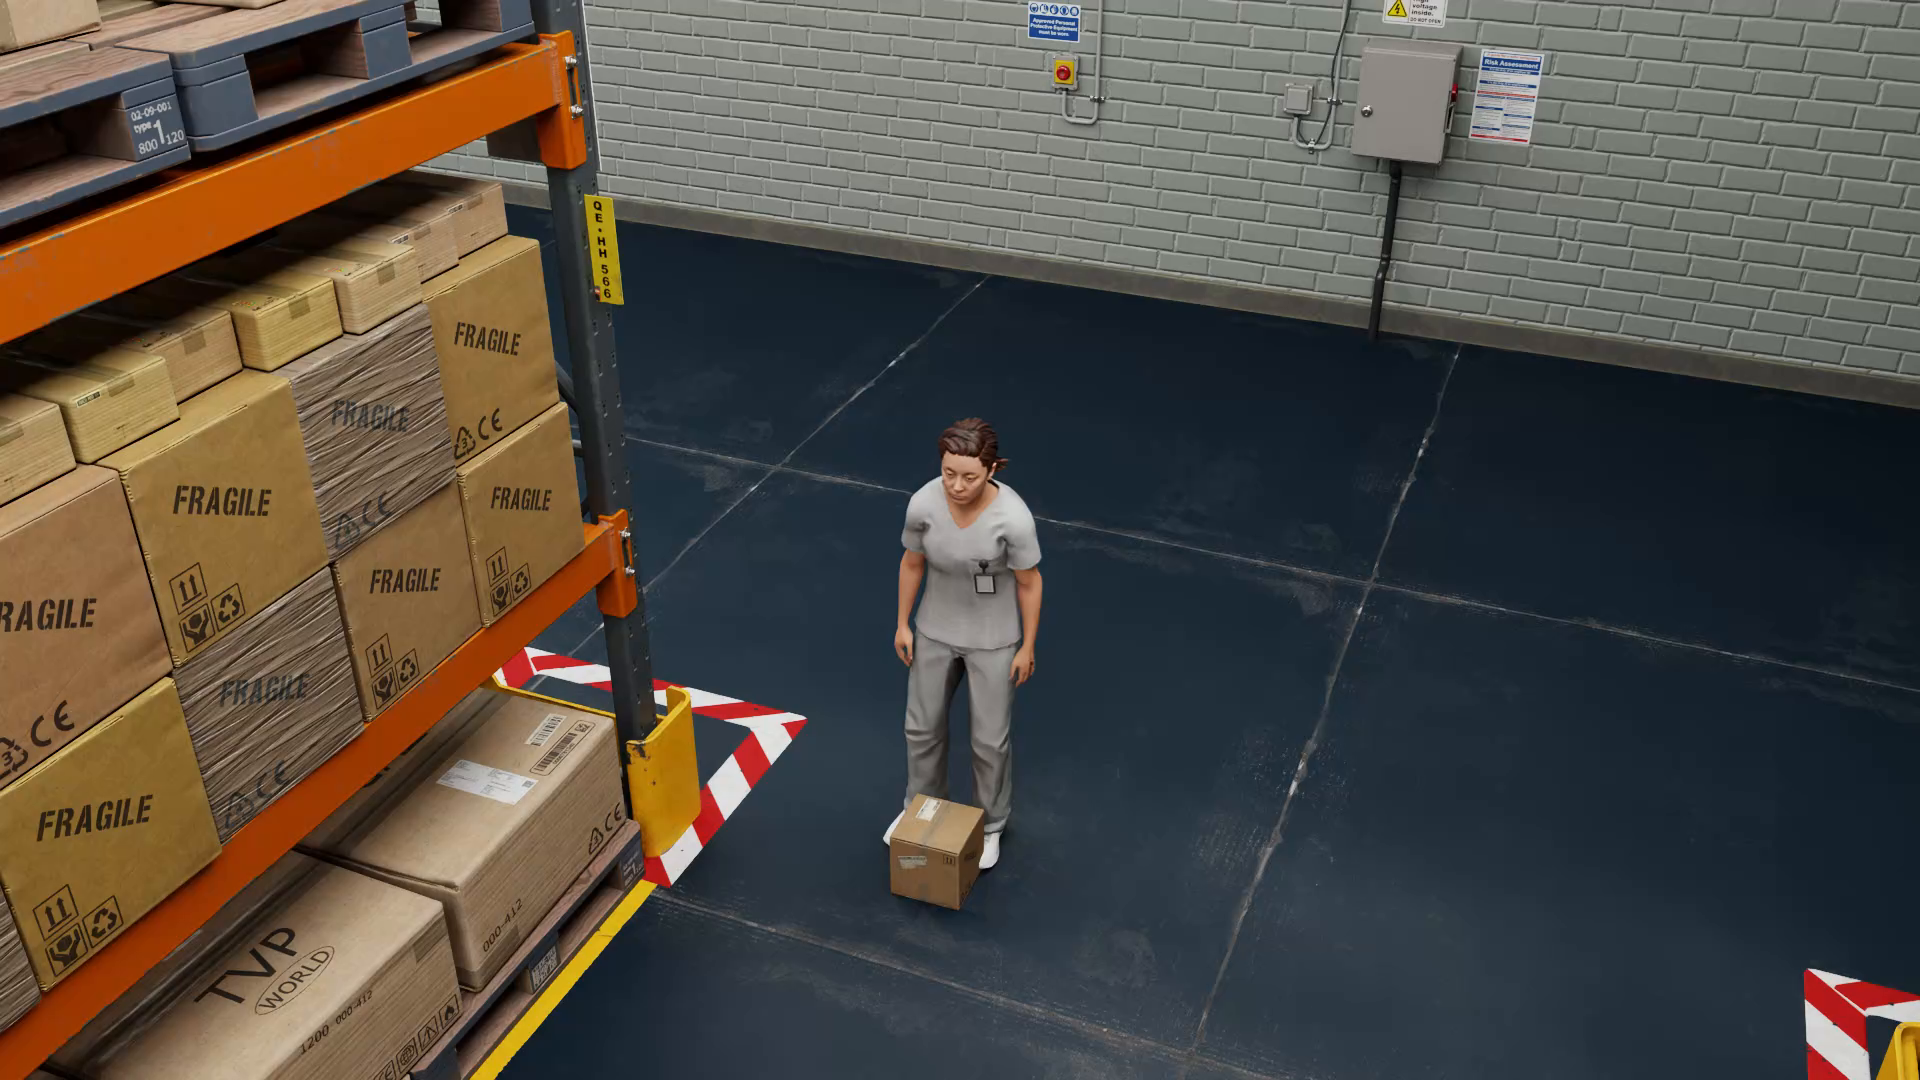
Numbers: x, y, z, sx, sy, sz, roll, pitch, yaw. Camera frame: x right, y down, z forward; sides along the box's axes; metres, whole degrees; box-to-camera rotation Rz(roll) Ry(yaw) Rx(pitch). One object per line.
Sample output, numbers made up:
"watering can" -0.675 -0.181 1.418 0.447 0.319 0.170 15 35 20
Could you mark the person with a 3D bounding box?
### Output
"person" 0.011 0.337 5.546 0.513 1.666 0.362 9 31 16
